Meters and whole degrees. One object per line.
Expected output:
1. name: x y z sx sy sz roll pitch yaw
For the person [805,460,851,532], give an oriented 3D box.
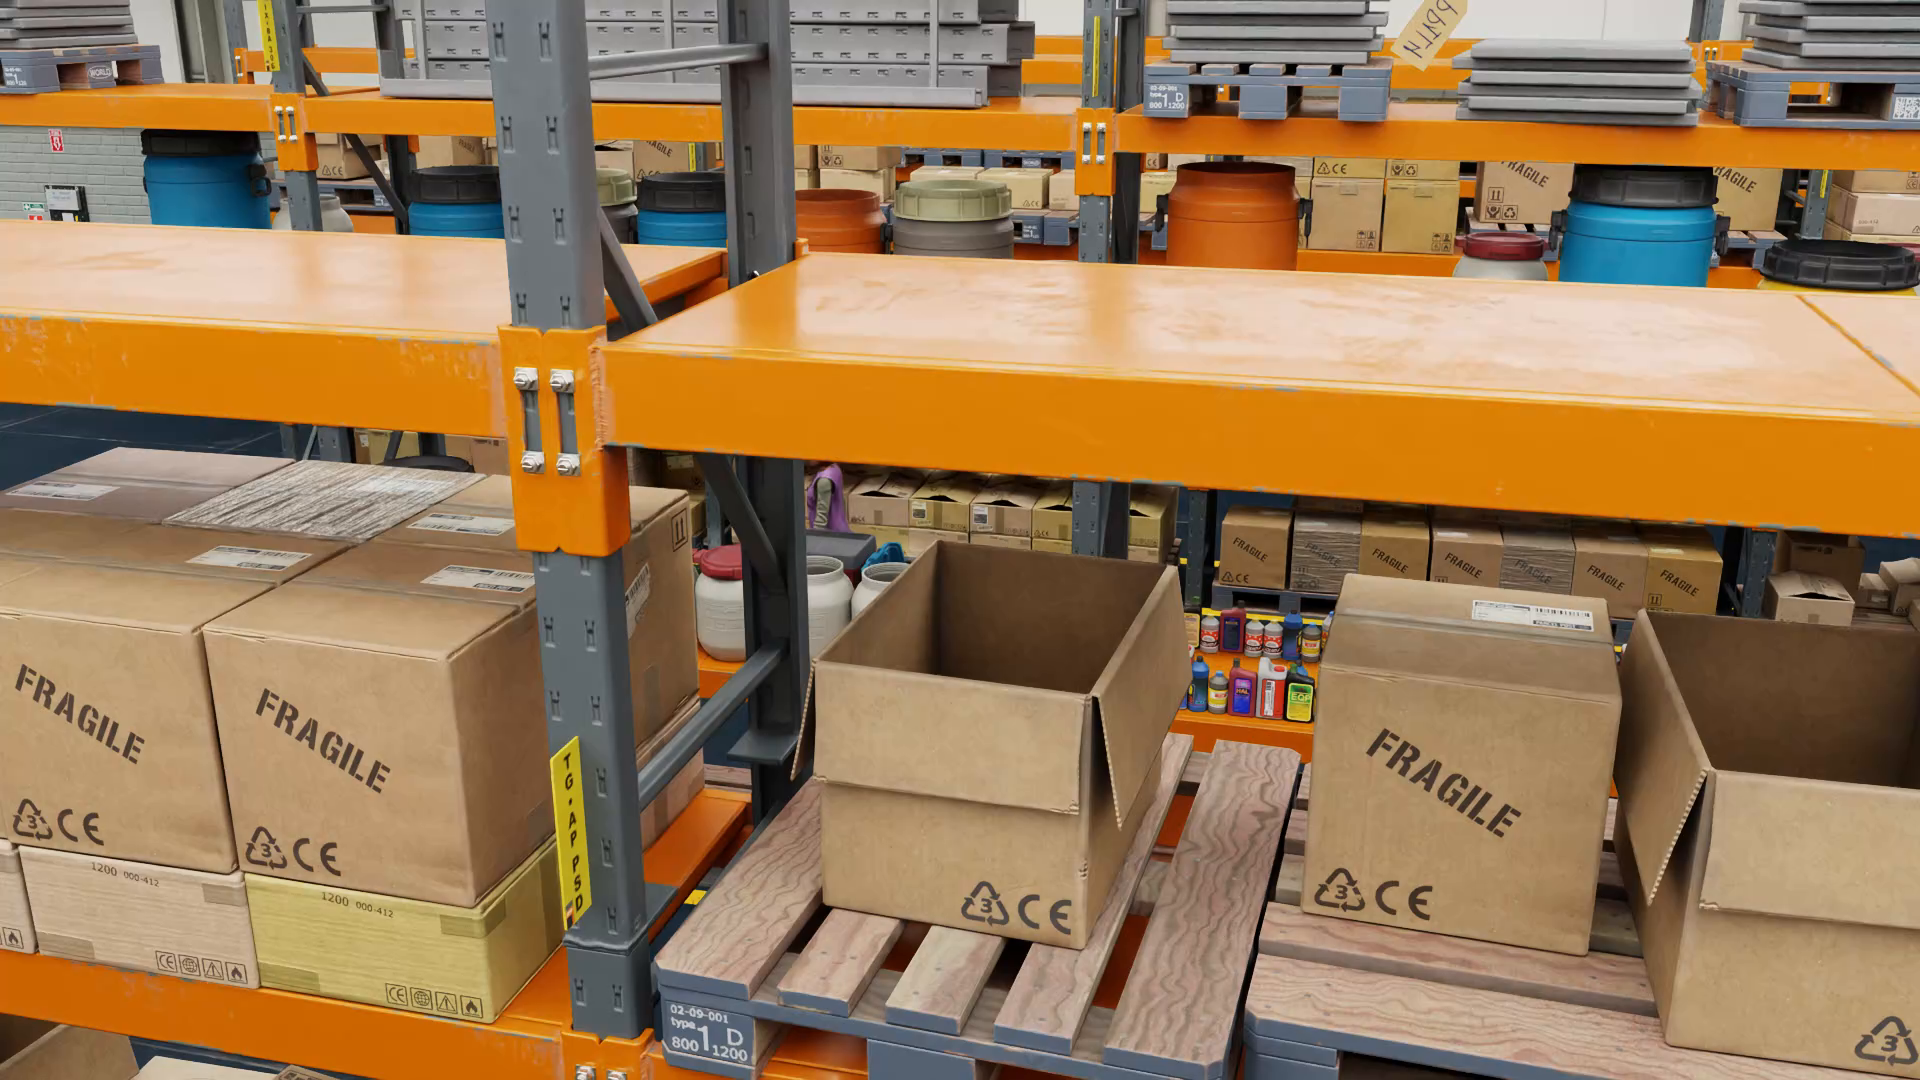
1. person: -1.017 0.010 11.998 0.803 1.567 0.417 -2 19 -5
